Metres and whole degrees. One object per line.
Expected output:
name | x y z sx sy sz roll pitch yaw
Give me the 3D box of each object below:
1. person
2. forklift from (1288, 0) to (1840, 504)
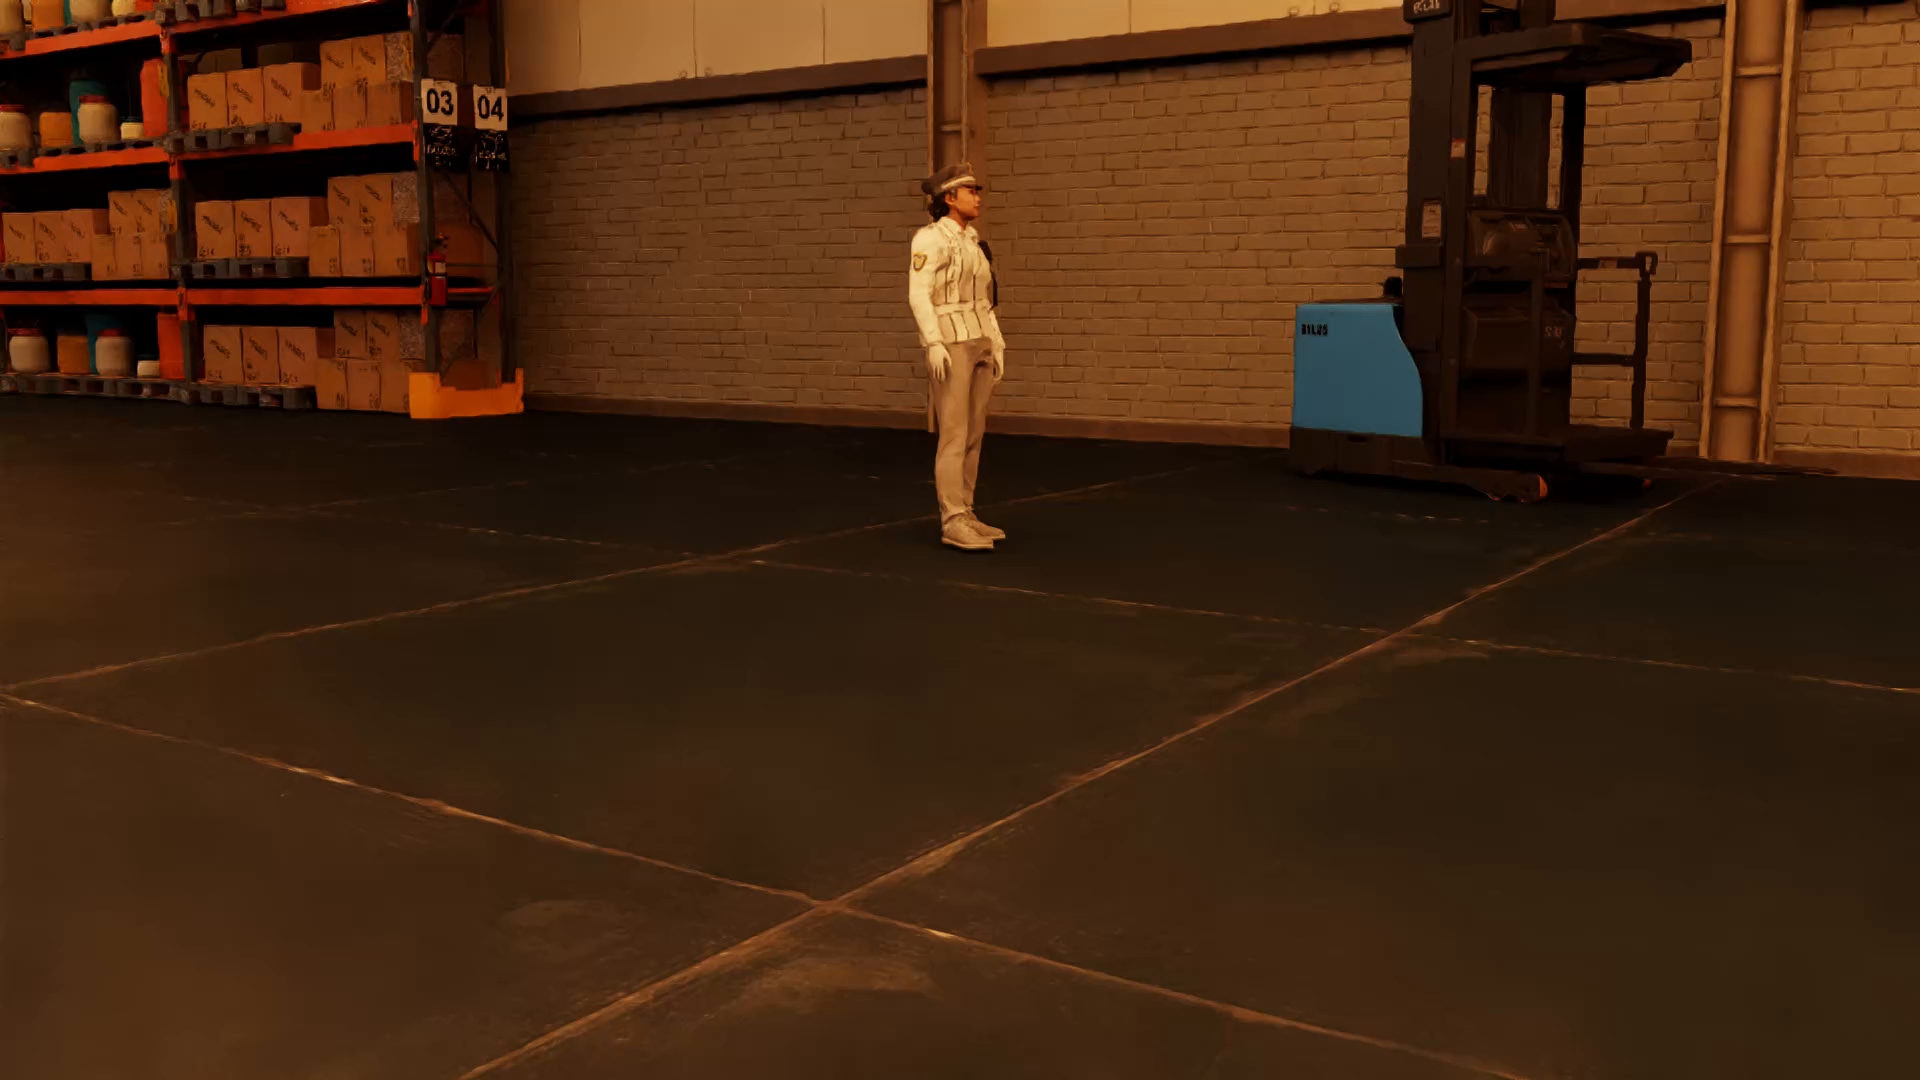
person | 0.052 -0.840 7.440 0.533 1.695 0.586 5 10 34
forklift | 3.326 -1.724 9.314 1.130 2.935 3.031 -6 10 -36
